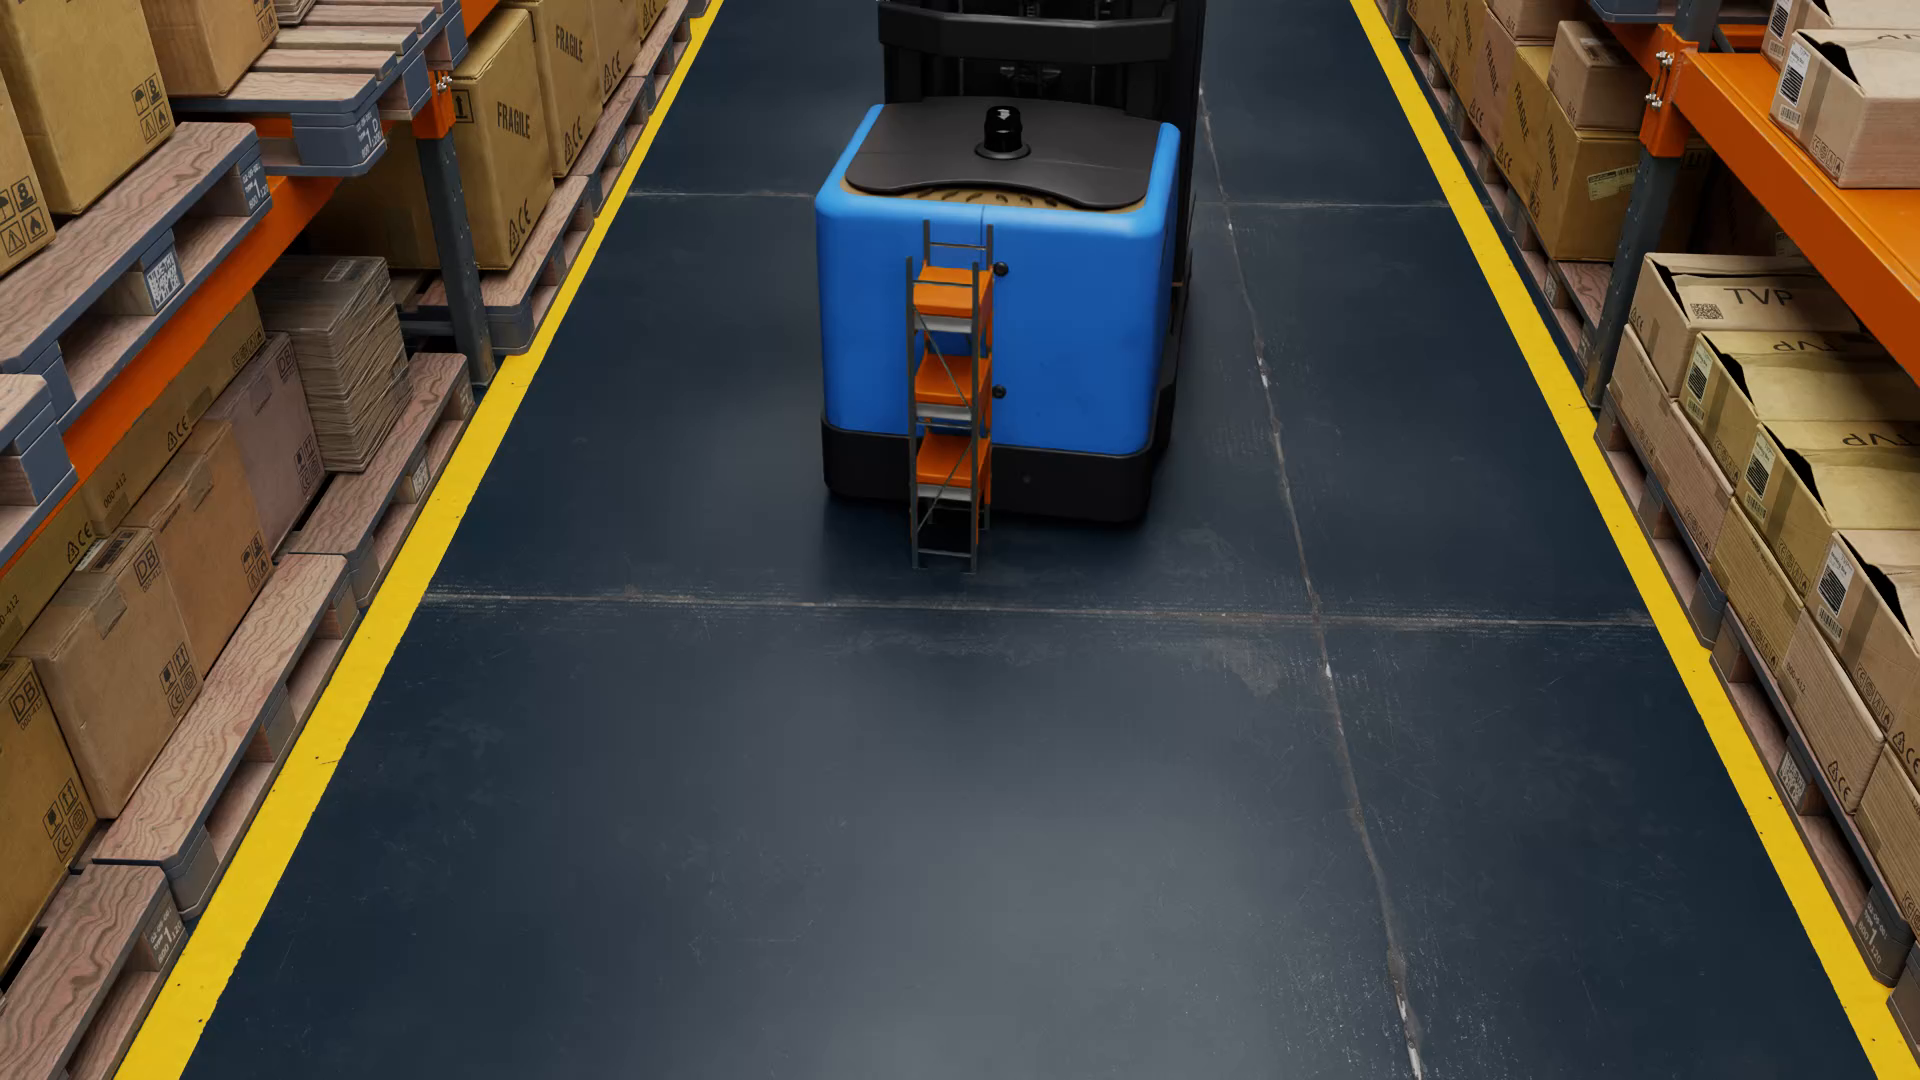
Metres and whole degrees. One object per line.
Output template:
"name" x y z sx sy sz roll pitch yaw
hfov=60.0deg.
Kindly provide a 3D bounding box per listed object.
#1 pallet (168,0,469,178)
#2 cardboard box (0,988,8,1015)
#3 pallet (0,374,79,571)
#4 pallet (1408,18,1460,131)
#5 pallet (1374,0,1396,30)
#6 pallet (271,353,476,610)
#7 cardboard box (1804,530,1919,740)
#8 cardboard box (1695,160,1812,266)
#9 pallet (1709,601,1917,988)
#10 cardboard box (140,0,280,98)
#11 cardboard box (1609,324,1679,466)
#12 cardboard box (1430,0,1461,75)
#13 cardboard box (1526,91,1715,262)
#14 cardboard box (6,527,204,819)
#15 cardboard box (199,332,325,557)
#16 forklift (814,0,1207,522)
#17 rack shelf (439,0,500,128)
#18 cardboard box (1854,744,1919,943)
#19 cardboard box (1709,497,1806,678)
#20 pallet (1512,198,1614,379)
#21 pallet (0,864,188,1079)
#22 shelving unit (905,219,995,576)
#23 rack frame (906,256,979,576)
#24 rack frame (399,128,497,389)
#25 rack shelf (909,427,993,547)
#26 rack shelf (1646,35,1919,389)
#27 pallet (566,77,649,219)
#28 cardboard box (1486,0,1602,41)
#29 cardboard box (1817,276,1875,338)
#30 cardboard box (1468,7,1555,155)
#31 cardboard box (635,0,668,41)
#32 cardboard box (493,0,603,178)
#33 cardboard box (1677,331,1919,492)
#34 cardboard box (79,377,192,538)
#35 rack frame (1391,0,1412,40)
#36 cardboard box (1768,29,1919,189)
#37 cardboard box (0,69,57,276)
"pallet" -2.132 -1.333 4.704 1.213 0.211 1.003 1 35 2
"cardboard box" -2.358 0.895 3.160 0.700 0.500 0.500 2 35 3
"pallet" -2.194 0.118 2.640 1.003 0.211 1.213 1 35 2
"pallet" 2.906 -2.400 8.481 1.003 0.211 1.213 1 35 2
"pallet" 2.929 -3.262 9.709 1.003 0.211 1.213 1 35 2
"pallet" -2.243 -0.233 5.398 1.003 0.211 1.213 1 35 2
"cardboard box" 2.370 0.197 3.899 0.500 0.311 0.500 1 35 1
"cardboard box" 3.044 -1.123 6.030 0.500 0.500 0.500 3 35 4
"pallet" 2.616 0.601 4.211 1.003 0.211 1.213 1 35 2
"cardboard box" -2.214 -1.452 4.238 0.700 0.500 0.500 -2 35 -3
"cardboard box" 2.426 -0.463 5.327 0.500 0.250 0.500 1 35 2
"cardboard box" 2.627 -2.587 8.114 0.500 0.500 0.500 2 35 3
"cardboard box" 2.543 -1.411 6.440 0.500 0.500 0.500 3 35 4
"cardboard box" -2.326 0.304 4.000 0.700 0.500 0.500 2 35 2
"cardboard box" -2.324 -0.272 4.820 0.700 0.500 0.500 1 35 2
"forklift" 0.323 -2.096 5.683 1.130 2.935 3.031 6 36 8
"rack shelf" -2.129 -2.678 7.077 1.077 0.370 4.000 1 35 2
"cardboard box" 2.349 0.711 3.656 0.500 0.250 0.500 2 35 3
"cardboard box" 2.391 0.124 4.491 0.500 0.250 0.500 0 35 1
"pallet" 2.808 -0.998 6.486 1.003 0.211 1.213 1 35 2
"pallet" -2.341 1.169 3.404 1.003 0.211 1.213 1 35 2
"shelving unit" -0.026 -0.400 4.906 0.215 1.050 0.252 6 36 8
"rack frame" -0.048 -0.331 4.807 0.200 1.050 0.008 6 36 8
"rack frame" -2.210 -1.823 5.235 1.000 3.000 0.127 1 35 2
"rack shelf" -0.026 -0.164 5.072 0.215 0.259 0.240 6 36 8
"rack shelf" 2.660 -0.267 3.647 1.077 0.370 4.000 1 35 2
"pallet" -2.051 -1.832 7.674 1.003 0.211 1.213 1 35 2
"cardboard box" 2.578 -2.338 7.107 0.500 0.250 0.500 1 35 1
"cardboard box" 2.965 -0.680 5.148 0.500 0.311 0.500 2 35 3
"cardboard box" 2.579 -2.010 7.292 0.500 0.500 0.500 0 35 0
"cardboard box" -1.945 -3.037 8.467 0.750 0.750 0.750 2 35 2
"cardboard box" -2.008 -2.038 7.045 0.750 0.750 0.750 1 35 2
"cardboard box" 2.413 -0.391 4.736 0.500 0.311 0.500 1 35 1
"cardboard box" -2.288 -0.251 4.137 0.500 0.250 0.500 1 35 2
"rack frame" 2.901 -4.009 8.345 1.000 3.000 0.127 1 35 2
"cardboard box" 2.511 -1.165 4.376 0.500 0.311 0.500 1 35 1
"cardboard box" -2.291 -0.737 3.221 0.700 0.500 0.500 6 36 8
